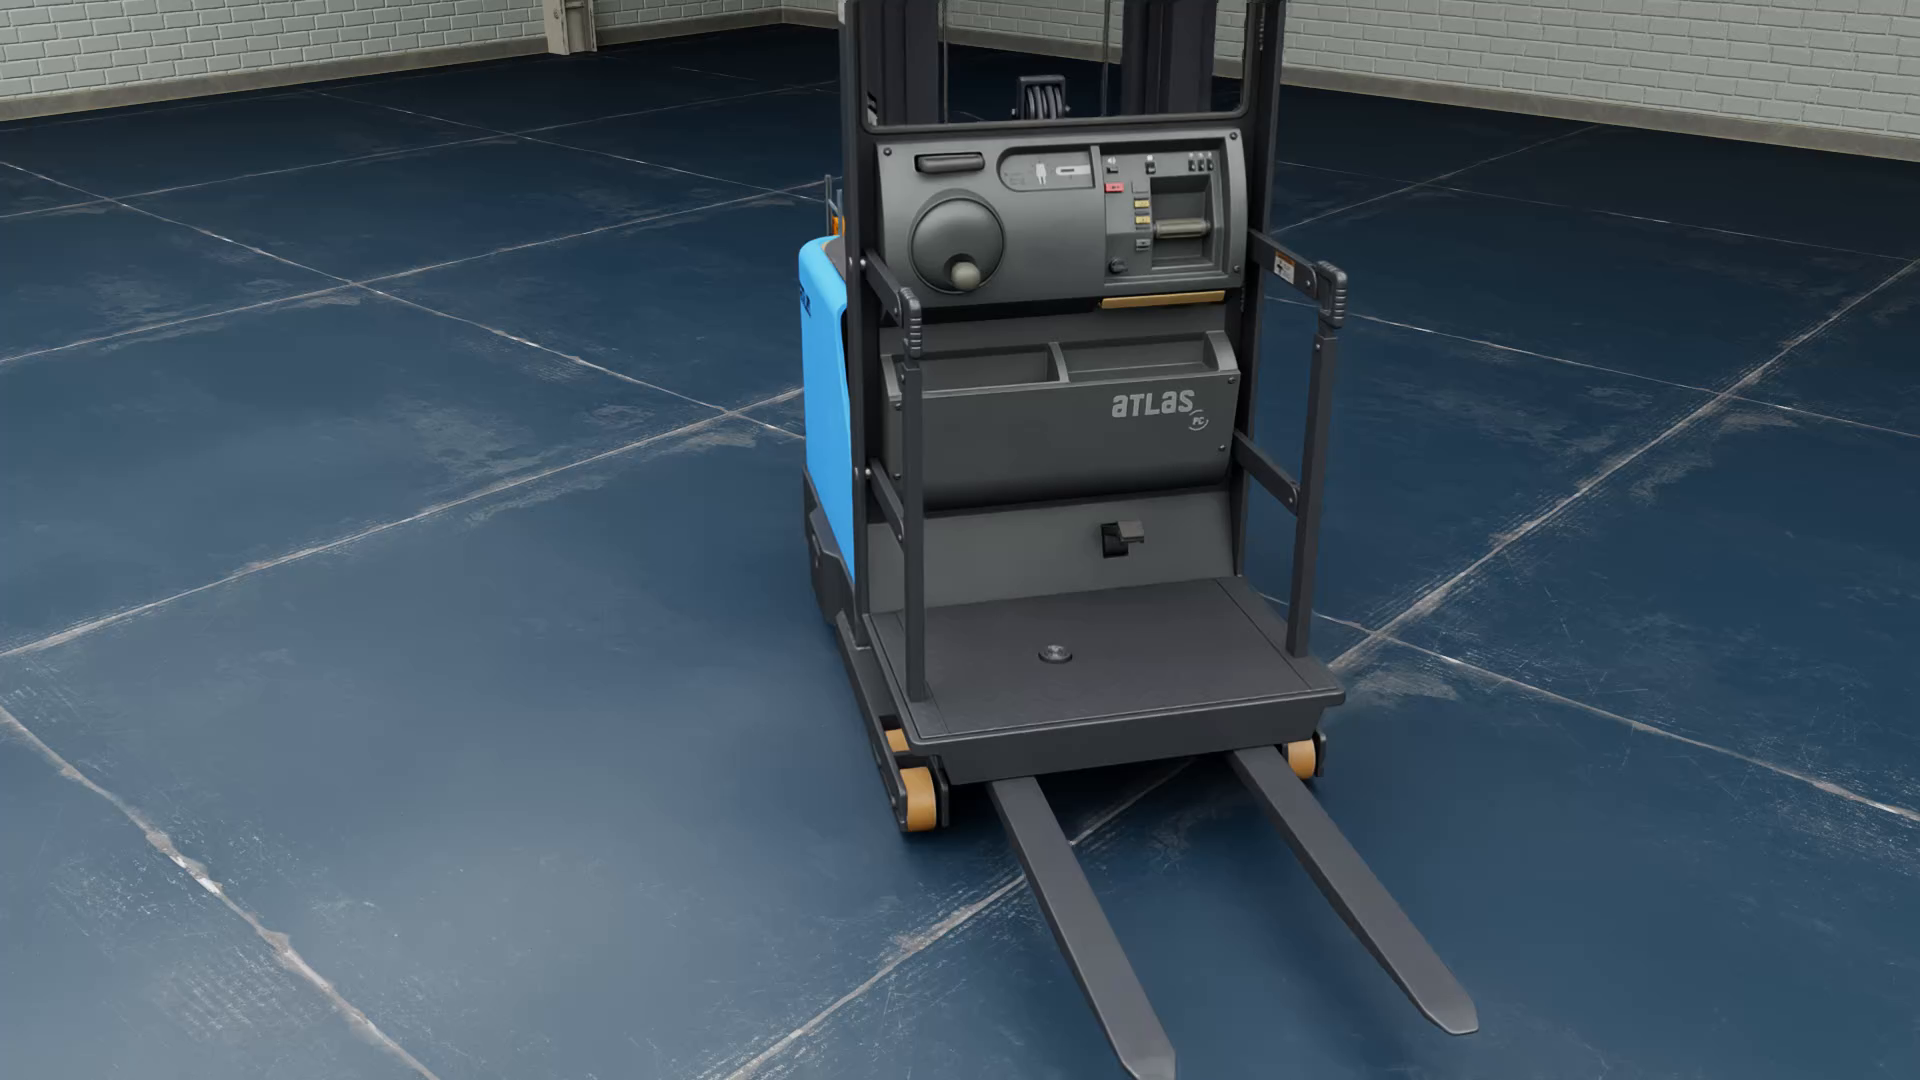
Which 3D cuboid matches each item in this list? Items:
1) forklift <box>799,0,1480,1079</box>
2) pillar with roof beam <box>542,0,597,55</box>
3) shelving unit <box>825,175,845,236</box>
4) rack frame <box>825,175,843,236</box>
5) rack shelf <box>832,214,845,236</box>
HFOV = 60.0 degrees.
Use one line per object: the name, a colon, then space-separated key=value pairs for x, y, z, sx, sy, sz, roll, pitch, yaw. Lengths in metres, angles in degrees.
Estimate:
forklift: x=0.312 y=-0.780 z=3.908 sx=1.130 sy=2.935 sz=3.031 roll=-6 pitch=25 yaw=-12
pillar with roof beam: x=-0.684 y=-7.833 z=12.221 sx=9.100 sy=9.000 sz=0.400 roll=20 pitch=31 yaw=38
shelving unit: x=-0.174 y=-0.641 z=5.712 sx=0.503 sy=1.200 sz=0.258 roll=-6 pitch=25 yaw=-13
rack frame: x=-0.411 y=-0.617 z=5.659 sx=0.015 sy=1.200 sz=0.240 roll=-6 pitch=25 yaw=-13
rack shelf: x=-0.174 y=-0.999 z=5.552 sx=0.480 sy=0.148 sz=0.258 roll=-6 pitch=25 yaw=-13
